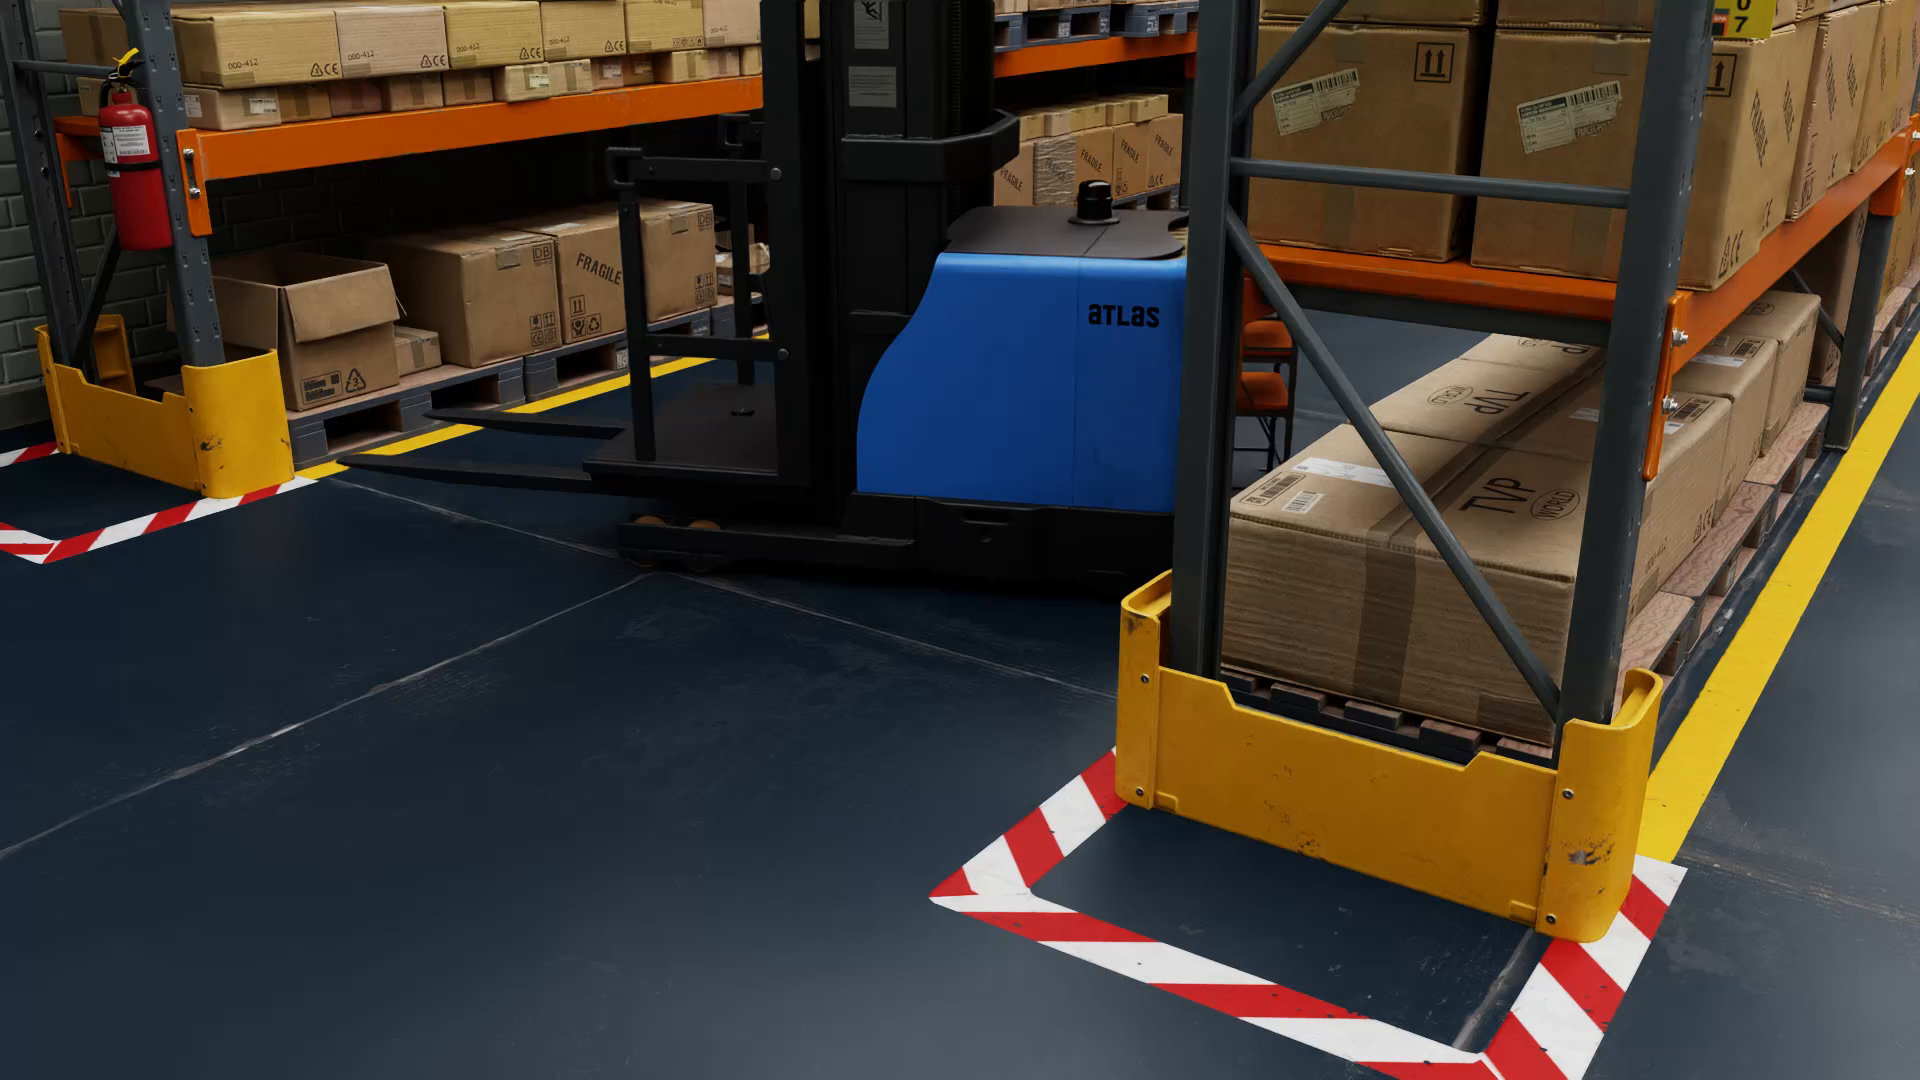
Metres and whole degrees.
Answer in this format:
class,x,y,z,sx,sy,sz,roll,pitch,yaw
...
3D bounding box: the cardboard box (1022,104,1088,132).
class,x,y,z,sx,sy,sz,roll,pitch,yaw
cardboard box,0.632,-2.834,11.165,0.380,0.149,0.250,13,24,31

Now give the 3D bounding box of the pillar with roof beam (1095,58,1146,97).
class,x,y,z,sx,sy,sz,roll,pitch,yaw
pillar with roof beam,4.886,-6.510,10.393,9.100,9.000,0.400,13,24,32

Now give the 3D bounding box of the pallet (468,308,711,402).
class,x,y,z,sx,sy,sz,roll,pitch,yaw
pallet,-1.983,-0.982,8.115,1.003,0.211,1.213,13,24,32

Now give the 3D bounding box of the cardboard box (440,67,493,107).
class,x,y,z,sx,sy,sz,roll,pitch,yaw
cardboard box,-2.186,-1.915,6.982,0.380,0.149,0.250,14,24,33

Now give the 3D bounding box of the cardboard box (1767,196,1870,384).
class,x,y,z,sx,sy,sz,roll,pitch,yaw
cardboard box,3.479,-1.265,7.319,0.875,0.875,0.875,14,25,33

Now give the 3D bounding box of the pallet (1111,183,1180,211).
class,x,y,z,sx,sy,sz,roll,pitch,yaw
pallet,0.887,-2.471,12.141,1.003,0.211,1.213,13,24,32

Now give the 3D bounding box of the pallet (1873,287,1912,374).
class,x,y,z,sx,sy,sz,roll,pitch,yaw
pallet,4.253,-1.151,8.572,1.003,0.211,1.213,13,24,32

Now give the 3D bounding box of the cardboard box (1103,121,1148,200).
class,x,y,z,sx,sy,sz,roll,pitch,yaw
cardboard box,0.988,-2.706,11.753,0.500,0.500,0.500,13,24,31

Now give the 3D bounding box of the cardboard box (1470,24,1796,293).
class,x,y,z,sx,sy,sz,roll,pitch,yaw
cardboard box,1.455,-0.852,3.601,0.500,0.500,0.500,13,24,31

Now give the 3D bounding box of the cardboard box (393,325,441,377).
class,x,y,z,sx,sy,sz,roll,pitch,yaw
cardboard box,-2.466,-0.822,7.166,0.380,0.149,0.250,12,24,30

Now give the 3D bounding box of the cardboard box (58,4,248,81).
class,x,y,z,sx,sy,sz,roll,pitch,yaw
cardboard box,-3.120,-1.943,6.482,0.500,0.250,0.500,14,25,33

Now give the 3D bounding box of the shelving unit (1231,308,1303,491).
class,x,y,z,sx,sy,sz,roll,pitch,yaw
shelving unit,1.082,-0.752,6.070,0.258,1.200,0.503,2,20,4

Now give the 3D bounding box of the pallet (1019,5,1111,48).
class,x,y,z,sx,sy,sz,roll,pitch,yaw
pallet,0.249,-3.337,10.739,1.003,0.211,1.213,13,24,32

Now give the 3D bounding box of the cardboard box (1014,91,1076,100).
class,x,y,z,sx,sy,sz,roll,pitch,yaw
cardboard box,0.616,-3.155,12.033,0.380,0.149,0.250,14,25,33

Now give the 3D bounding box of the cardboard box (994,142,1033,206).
class,x,y,z,sx,sy,sz,roll,pitch,yaw
cardboard box,0.123,-2.255,10.534,0.500,0.500,0.500,12,24,30

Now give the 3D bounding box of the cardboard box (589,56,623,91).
class,x,y,z,sx,sy,sz,roll,pitch,yaw
cardboard box,-1.763,-2.140,7.589,0.380,0.149,0.250,13,24,32

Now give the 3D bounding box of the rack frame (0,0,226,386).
class,x,y,z,sx,sy,sz,roll,pitch,yaw
rack frame,-3.159,-1.690,6.011,1.000,3.000,0.127,13,24,32

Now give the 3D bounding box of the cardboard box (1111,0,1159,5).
class,x,y,z,sx,sy,sz,roll,pitch,yaw
cardboard box,1.013,-3.747,11.181,0.500,0.250,0.500,12,23,29

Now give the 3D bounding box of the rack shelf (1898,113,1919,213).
class,x,y,z,sx,sy,sz,roll,pitch,yaw
rack shelf,4.321,-2.108,8.176,1.077,0.370,4.000,13,24,32

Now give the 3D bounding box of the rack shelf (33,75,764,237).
class,x,y,z,sx,sy,sz,roll,pitch,yaw
rack shelf,-2.035,-1.927,7.687,1.077,0.370,4.000,13,24,32

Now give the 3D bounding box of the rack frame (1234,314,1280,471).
class,x,y,z,sx,sy,sz,roll,pitch,yaw
rack frame,1.101,-0.837,6.298,0.240,1.200,0.015,2,20,4

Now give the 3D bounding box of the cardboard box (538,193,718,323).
class,x,y,z,sx,sy,sz,roll,pitch,yaw
cardboard box,-1.641,-1.408,8.244,0.700,0.500,0.500,12,24,30

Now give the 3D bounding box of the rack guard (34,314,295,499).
class,x,y,z,sx,sy,sz,roll,pitch,yaw
rack guard,-3.116,-0.540,6.504,1.175,0.500,0.348,13,24,32

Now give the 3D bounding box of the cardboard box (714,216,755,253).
class,x,y,z,sx,sy,sz,roll,pitch,yaw
cardboard box,-1.477,-1.631,9.120,0.500,0.311,0.500,14,25,34

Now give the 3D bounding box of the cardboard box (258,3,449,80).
class,x,y,z,sx,sy,sz,roll,pitch,yaw
cardboard box,-2.398,-1.982,6.587,0.500,0.250,0.500,14,24,32

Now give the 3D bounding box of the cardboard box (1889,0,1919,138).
class,x,y,z,sx,sy,sz,roll,pitch,yaw
cardboard box,3.147,-1.735,5.988,0.500,0.500,0.500,14,24,32

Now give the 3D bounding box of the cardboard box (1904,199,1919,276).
class,x,y,z,sx,sy,sz,roll,pitch,yaw
cardboard box,4.988,-2.037,9.406,0.875,0.875,0.875,13,24,31

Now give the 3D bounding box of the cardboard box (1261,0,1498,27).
class,x,y,z,sx,sy,sz,roll,pitch,yaw
cardboard box,1.022,-1.424,3.706,0.500,0.500,0.500,14,25,34

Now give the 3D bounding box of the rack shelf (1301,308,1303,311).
class,x,y,z,sx,sy,sz,roll,pitch,yaw
rack shelf,1.082,-0.899,6.015,0.258,0.148,0.480,2,20,4

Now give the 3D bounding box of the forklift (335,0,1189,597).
class,x,y,z,sx,sy,sz,roll,pitch,yaw
forklift,-0.659,-1.443,5.442,3.031,2.935,1.130,4,21,12

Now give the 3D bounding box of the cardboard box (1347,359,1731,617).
class,x,y,z,sx,sy,sz,roll,pitch,yaw
cardboard box,1.744,-0.192,5.048,0.875,0.438,0.875,14,25,33

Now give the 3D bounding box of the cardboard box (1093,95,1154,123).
class,x,y,z,sx,sy,sz,roll,pitch,yaw
cardboard box,1.142,-3.039,11.720,0.380,0.149,0.250,12,23,29

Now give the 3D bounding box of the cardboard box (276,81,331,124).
class,x,y,z,sx,sy,sz,roll,pitch,yaw
cardboard box,-2.643,-1.695,6.387,0.380,0.149,0.250,14,24,33

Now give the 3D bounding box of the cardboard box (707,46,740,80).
class,x,y,z,sx,sy,sz,roll,pitch,yaw
cardboard box,-1.305,-2.351,8.160,0.380,0.149,0.250,14,24,33

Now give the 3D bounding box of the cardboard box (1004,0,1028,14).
class,x,y,z,sx,sy,sz,roll,pitch,yaw
cardboard box,0.188,-3.296,9.940,0.396,0.266,0.258,15,25,34

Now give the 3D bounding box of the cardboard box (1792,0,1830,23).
class,x,y,z,sx,sy,sz,roll,pitch,yaw
cardboard box,1.738,-1.471,3.833,0.500,0.500,0.500,13,24,30

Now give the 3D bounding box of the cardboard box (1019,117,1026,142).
class,x,y,z,sx,sy,sz,roll,pitch,yaw
cardboard box,0.193,-2.605,10.546,0.380,0.149,0.250,14,25,34

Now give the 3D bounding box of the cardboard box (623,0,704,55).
class,x,y,z,sx,sy,sz,roll,pitch,yaw
cardboard box,-1.556,-2.426,7.788,0.500,0.250,0.500,13,24,31

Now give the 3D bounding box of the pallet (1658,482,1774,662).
class,x,y,z,sx,sy,sz,roll,pitch,yaw
pallet,2.019,-0.009,5.485,1.003,0.211,1.213,13,24,32

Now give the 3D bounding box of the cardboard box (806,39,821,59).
class,x,y,z,sx,sy,sz,roll,pitch,yaw
cardboard box,-0.881,-2.580,8.777,0.380,0.149,0.250,14,24,33

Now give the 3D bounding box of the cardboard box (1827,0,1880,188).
class,x,y,z,sx,sy,sz,roll,pitch,yaw
cardboard box,2.285,-1.292,4.790,0.500,0.500,0.500,14,25,34

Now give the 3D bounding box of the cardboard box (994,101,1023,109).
class,x,y,z,sx,sy,sz,roll,pitch,yaw
cardboard box,0.206,-2.924,11.408,0.380,0.149,0.250,13,24,31
